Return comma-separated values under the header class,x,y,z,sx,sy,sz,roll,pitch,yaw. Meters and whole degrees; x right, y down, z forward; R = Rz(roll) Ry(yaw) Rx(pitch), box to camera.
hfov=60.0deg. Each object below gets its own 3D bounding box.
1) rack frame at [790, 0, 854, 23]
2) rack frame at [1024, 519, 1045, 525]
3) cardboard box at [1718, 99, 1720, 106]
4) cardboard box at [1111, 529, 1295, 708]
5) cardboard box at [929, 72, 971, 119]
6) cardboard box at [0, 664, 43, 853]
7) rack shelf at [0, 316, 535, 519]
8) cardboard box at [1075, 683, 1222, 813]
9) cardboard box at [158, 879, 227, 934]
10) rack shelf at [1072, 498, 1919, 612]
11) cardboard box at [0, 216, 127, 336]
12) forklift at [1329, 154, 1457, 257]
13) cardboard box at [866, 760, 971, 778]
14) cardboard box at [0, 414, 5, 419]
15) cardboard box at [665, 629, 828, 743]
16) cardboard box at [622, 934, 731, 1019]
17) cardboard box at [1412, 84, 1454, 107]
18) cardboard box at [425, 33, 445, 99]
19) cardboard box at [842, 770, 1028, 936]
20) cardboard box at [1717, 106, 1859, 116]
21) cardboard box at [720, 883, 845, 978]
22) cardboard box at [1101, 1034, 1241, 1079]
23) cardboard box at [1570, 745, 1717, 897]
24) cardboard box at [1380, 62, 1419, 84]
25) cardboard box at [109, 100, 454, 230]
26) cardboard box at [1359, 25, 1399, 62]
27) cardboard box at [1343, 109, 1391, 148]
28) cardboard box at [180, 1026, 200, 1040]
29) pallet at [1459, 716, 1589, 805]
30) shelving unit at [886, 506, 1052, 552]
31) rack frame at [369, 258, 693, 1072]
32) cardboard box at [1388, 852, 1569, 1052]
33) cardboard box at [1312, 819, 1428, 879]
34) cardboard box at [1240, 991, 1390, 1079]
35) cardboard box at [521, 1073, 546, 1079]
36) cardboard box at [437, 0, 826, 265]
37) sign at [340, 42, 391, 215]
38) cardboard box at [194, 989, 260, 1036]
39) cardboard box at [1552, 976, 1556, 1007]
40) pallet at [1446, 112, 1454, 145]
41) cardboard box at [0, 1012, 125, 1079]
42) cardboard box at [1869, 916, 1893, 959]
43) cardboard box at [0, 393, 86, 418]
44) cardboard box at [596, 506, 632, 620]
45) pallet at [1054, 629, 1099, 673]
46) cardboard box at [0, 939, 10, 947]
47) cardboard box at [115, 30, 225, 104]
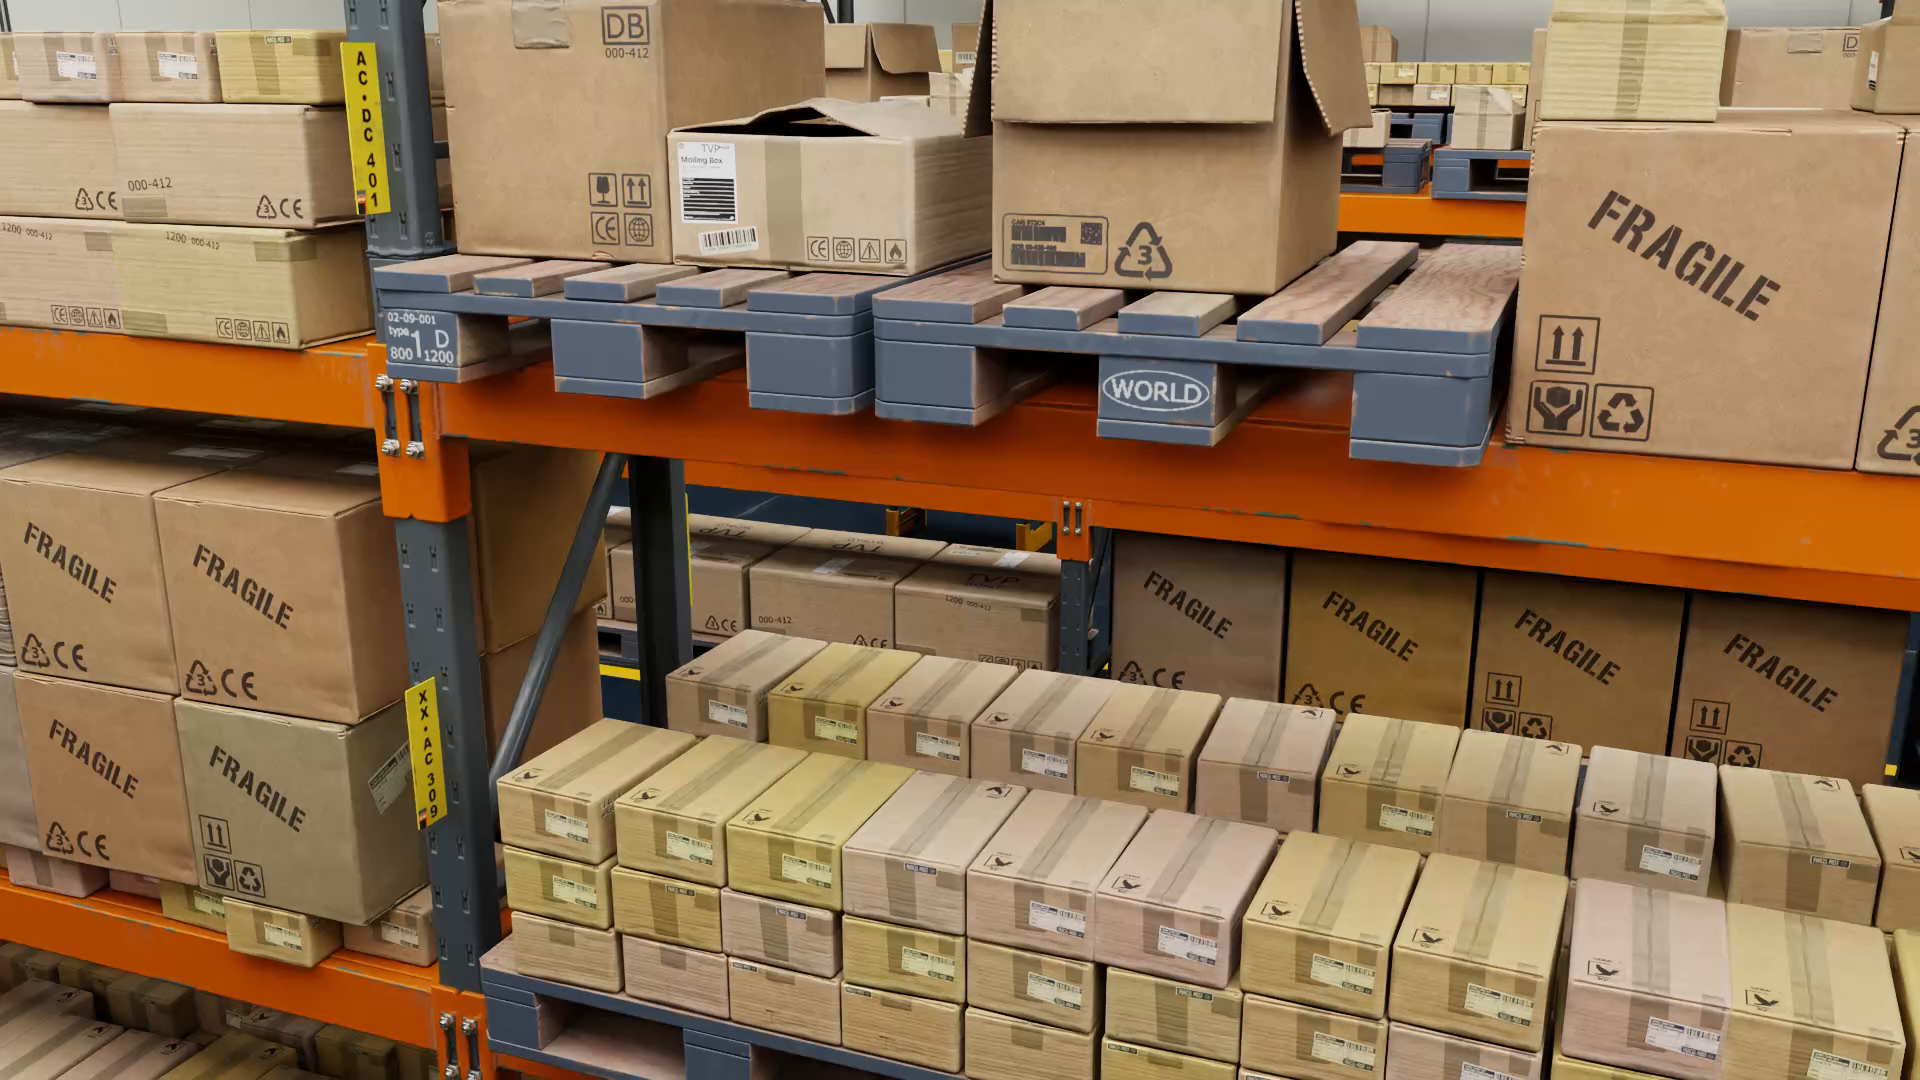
class,x,y,z,sx,sy,sz,roll,pitch,yaw
rack frame,-1.152,-5.131,13.708,0.127,3.000,1.000,6,17,21
rack frame,0.552,-0.660,11.755,0.032,1.500,0.500,6,17,21
cardboard box,3.062,-1.772,7.004,0.258,0.266,0.396,6,17,19
cardboard box,1.357,0.308,8.790,0.875,0.875,0.875,7,18,22
cardboard box,0.039,-2.161,8.166,0.258,0.266,0.396,7,18,22
cardboard box,-2.470,0.469,4.464,0.500,0.500,0.500,6,17,20
rack shelf,-2.832,-0.559,4.628,4.000,0.370,1.077,6,17,21
cardboard box,0.435,0.472,3.799,0.250,0.149,0.380,6,17,19
cardboard box,-1.829,0.852,4.309,0.250,0.149,0.380,7,18,23
rack shelf,2.611,-0.003,8.095,4.000,0.370,1.077,6,17,21
cardboard box,-1.987,-0.662,3.962,0.500,0.250,0.500,6,17,20
forklift,2.651,-1.051,10.538,3.031,2.935,1.130,7,18,24
cardboard box,-0.054,0.559,4.031,0.250,0.149,0.380,7,18,23
cardboard box,-2.949,-0.064,4.509,0.500,0.500,0.500,6,17,19
cardboard box,-0.526,0.365,4.168,0.250,0.149,0.380,7,18,23
cardboard box,-0.514,0.846,3.576,0.250,0.149,0.380,7,17,22
cardboard box,3.404,-3.193,11.929,0.250,0.149,0.380,7,17,21
cardboard box,-1.153,-1.152,4.038,0.250,0.149,0.380,6,17,20
cardboard box,-0.043,0.614,3.310,0.250,0.149,0.380,6,17,20
cardboard box,1.381,-0.565,3.180,0.500,0.500,0.500,6,17,21
cardboard box,-0.292,0.729,3.446,0.250,0.149,0.380,7,17,22
cardboard box,0.443,0.952,3.213,0.250,0.149,0.380,6,17,20
cardboard box,1.415,0.578,3.431,0.250,0.149,0.380,7,18,23
cardboard box,3.180,-3.363,11.983,0.250,0.149,0.380,6,17,20
cardboard box,-1.494,-0.849,3.710,0.500,0.250,0.500,5,17,18
cardboard box,3.137,-3.720,12.470,0.258,0.266,0.396,6,17,21
cardboard box,1.800,-1.863,7.496,0.250,0.166,0.380,5,17,17
cardboard box,-2.408,1.522,5.376,0.250,0.149,0.380,6,17,20
pallet,2.635,0.970,8.455,1.213,0.211,1.003,6,17,21
shelving unit,0.071,-0.712,11.938,1.083,1.500,0.587,6,17,21
rack frame,-0.971,0.741,4.241,0.127,3.000,1.000,6,17,21
cardboard box,0.923,0.719,2.946,0.250,0.149,0.380,7,18,23
cardboard box,0.923,0.667,3.661,0.250,0.149,0.380,7,18,23
cardboard box,0.682,0.836,3.077,0.250,0.149,0.380,6,17,20
cardboard box,-1.216,1.534,4.804,0.250,0.149,0.380,7,18,23
cardboard box,-0.659,-0.882,3.519,0.500,0.500,0.700,6,17,21
sign,-1.163,-0.806,3.264,0.005,0.325,0.100,6,17,21
cardboard box,-2.161,1.409,5.233,0.250,0.149,0.380,7,17,22
cardboard box,1.173,0.836,3.612,0.250,0.149,0.380,7,17,21
pallet,4.116,-3.001,12.088,1.003,0.211,1.213,6,17,21
cardboard box,-2.638,1.539,4.784,0.250,0.149,0.380,6,17,19
cardboard box,1.871,0.771,3.301,0.250,0.149,0.380,6,17,19
cardboard box,-2.724,-0.201,4.980,0.500,0.500,0.500,6,17,19
cardboard box,-2.319,0.108,10.264,0.875,0.438,0.875,6,17,19
pallet,0.072,0.688,9.426,1.213,0.211,1.003,6,17,21
cardboard box,-3.119,1.292,5.636,0.250,0.149,0.380,7,18,23
cardboard box,-1.613,-1.045,3.669,0.250,0.149,0.380,7,18,22
